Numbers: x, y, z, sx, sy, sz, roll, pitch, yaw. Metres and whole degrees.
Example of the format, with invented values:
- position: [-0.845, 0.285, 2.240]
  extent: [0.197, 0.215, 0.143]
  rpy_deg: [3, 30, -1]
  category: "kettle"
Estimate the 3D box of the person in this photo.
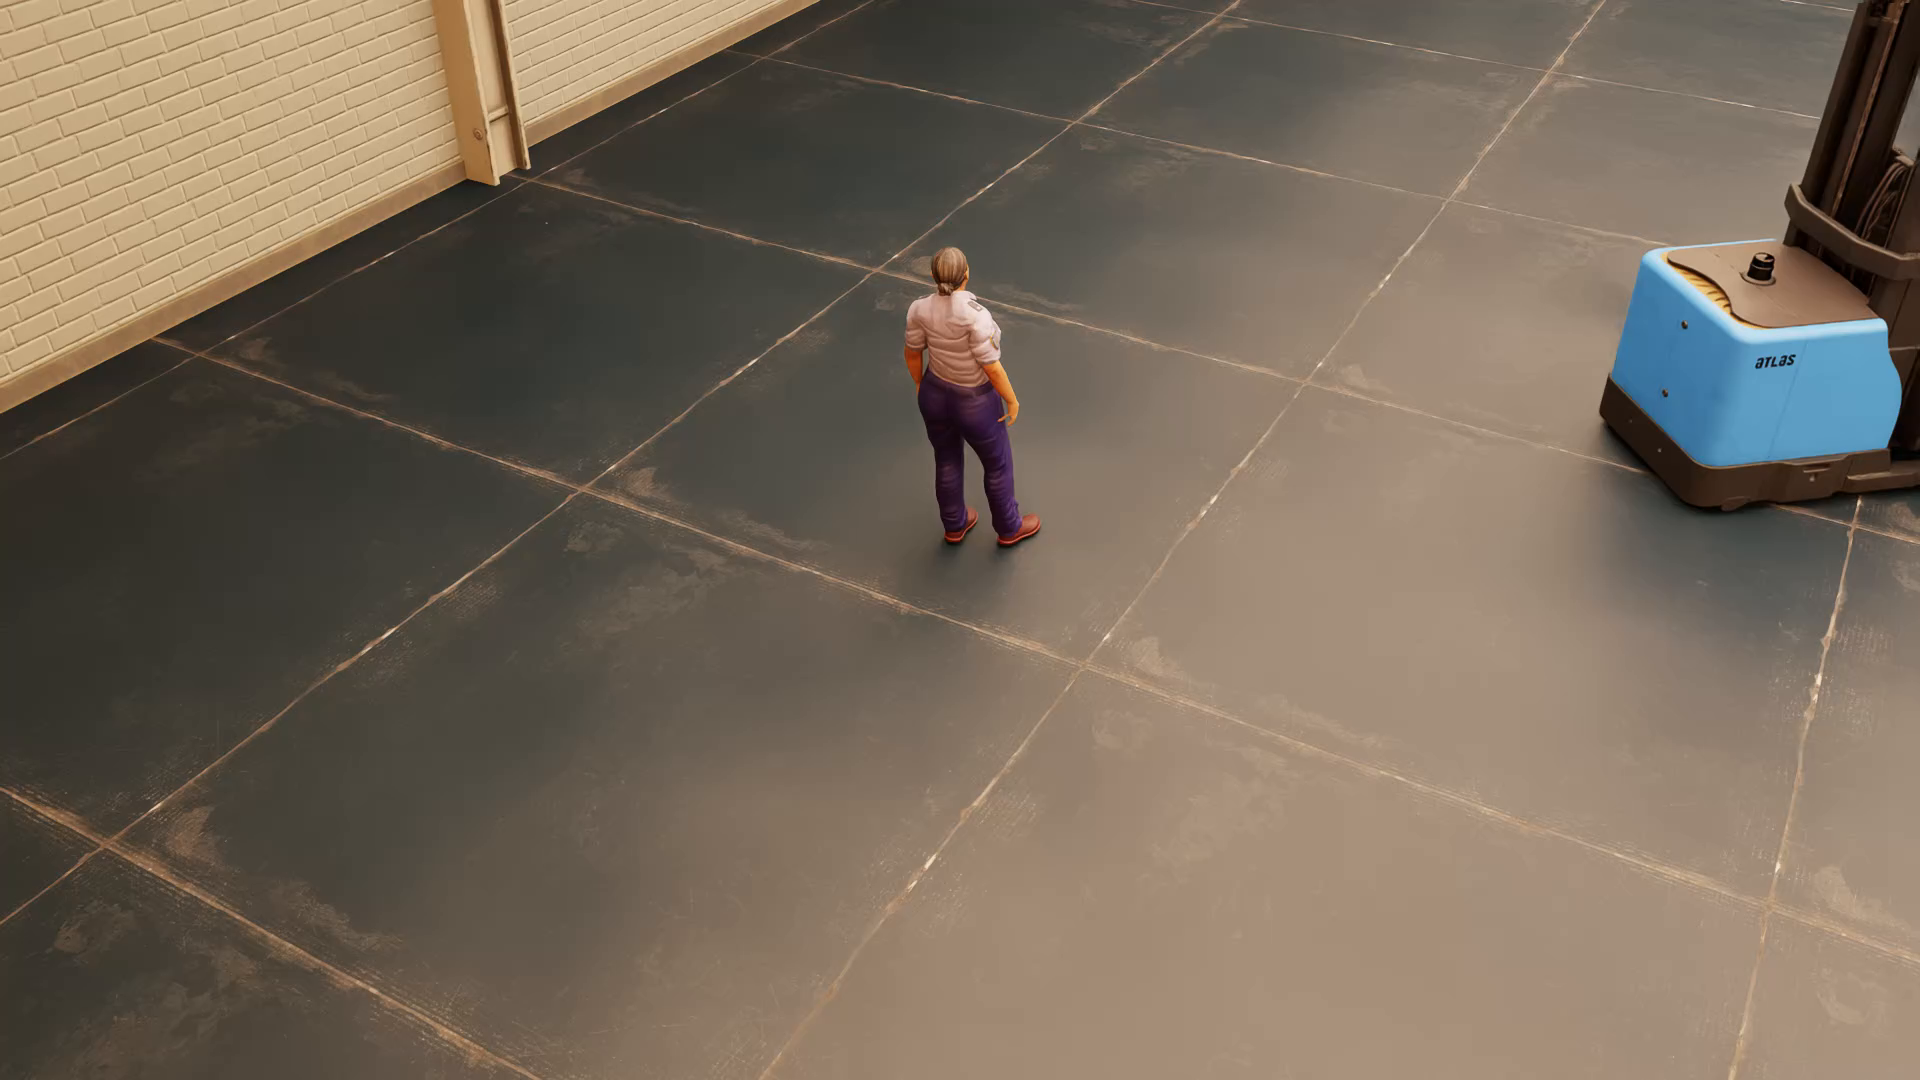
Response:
- position: [0.065, -0.714, 8.147]
  extent: [0.598, 1.651, 0.502]
  rpy_deg: [18, 39, 24]
  category: "person"

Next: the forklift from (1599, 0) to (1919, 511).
- position: [5.203, -1.761, 8.517]
  extent: [3.031, 2.935, 1.130]
  rpy_deg: [-6, 36, -9]
  category: "forklift"
